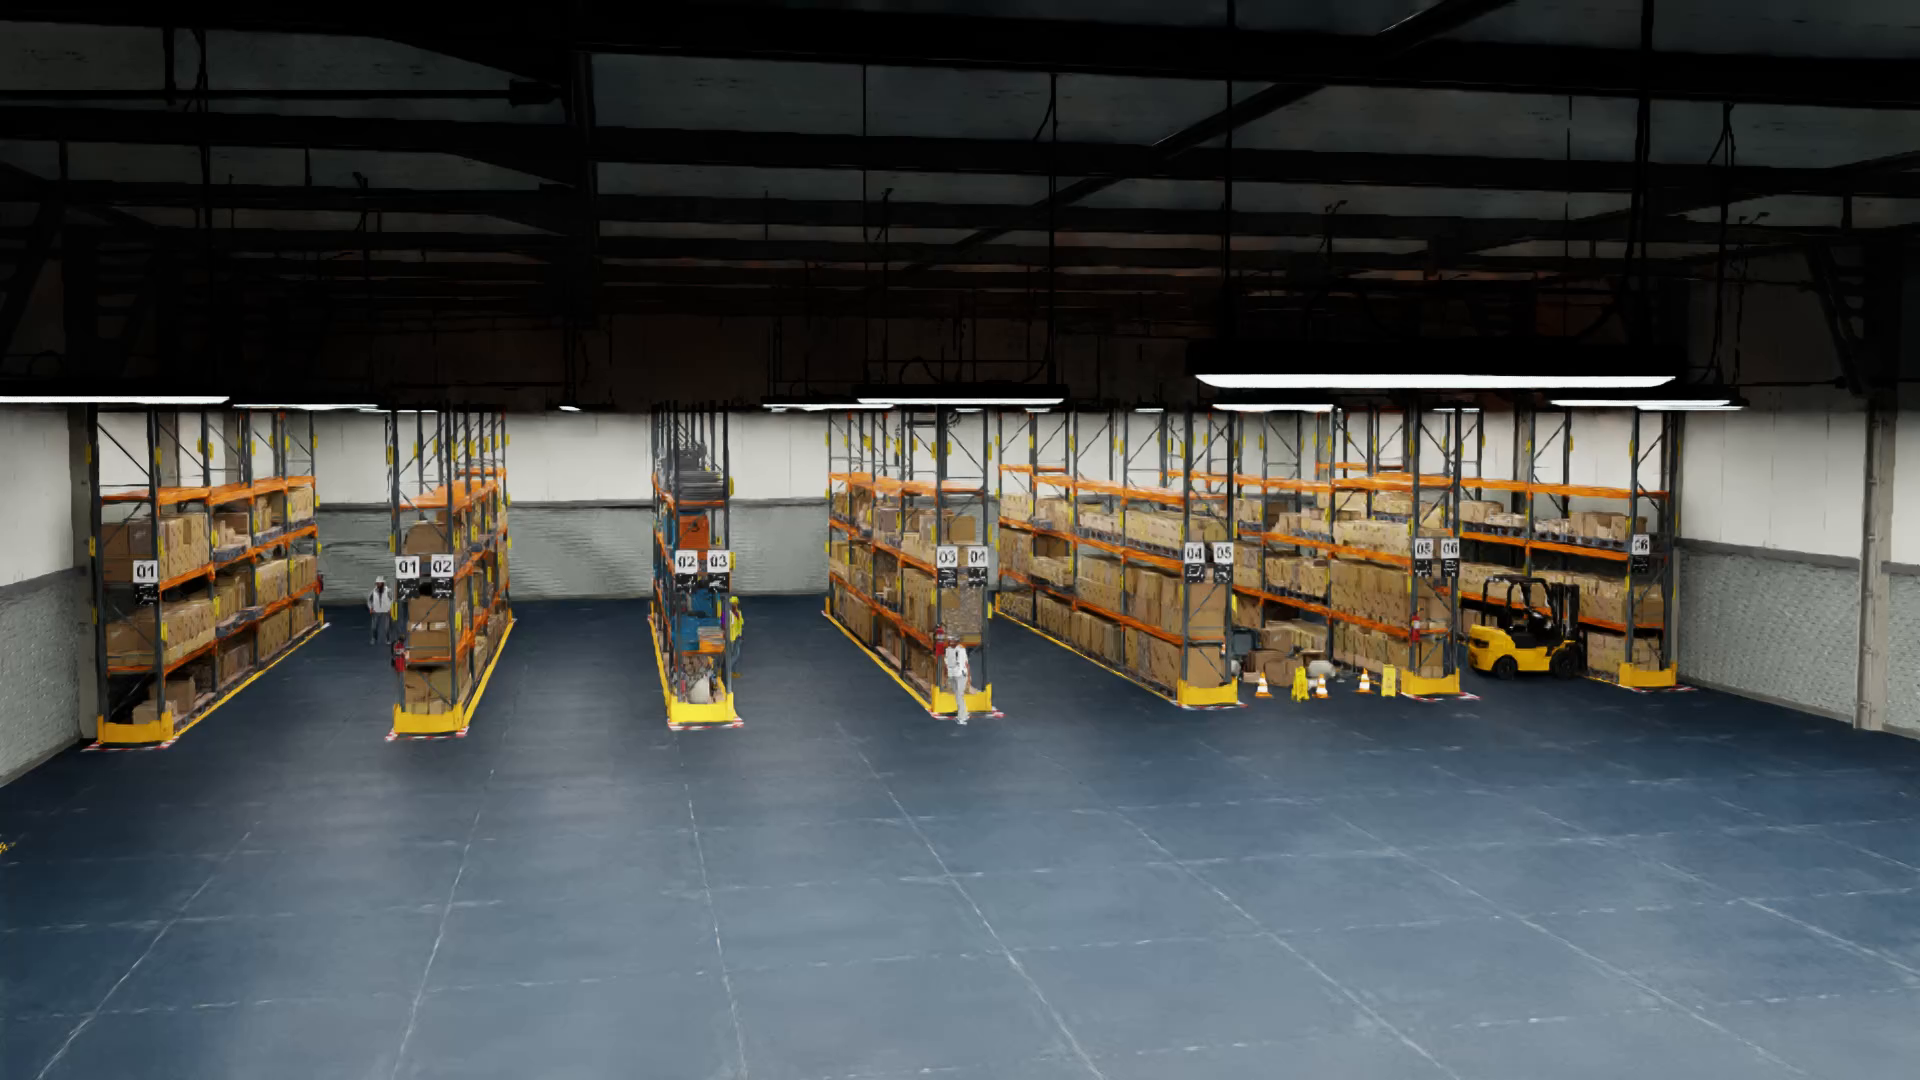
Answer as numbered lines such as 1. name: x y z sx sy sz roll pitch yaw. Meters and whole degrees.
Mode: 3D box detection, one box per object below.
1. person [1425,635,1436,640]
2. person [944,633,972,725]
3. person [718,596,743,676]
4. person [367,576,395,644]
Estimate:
1. person: 10.782 1.999 38.262 0.463 1.664 0.524 1 5 18
2. person: -0.020 2.568 30.980 0.560 1.711 0.519 4 6 41
3. person: -5.021 2.100 36.266 0.467 1.759 0.678 3 5 37
4. person: -14.402 1.751 41.384 0.676 1.726 0.574 -1 4 -13
